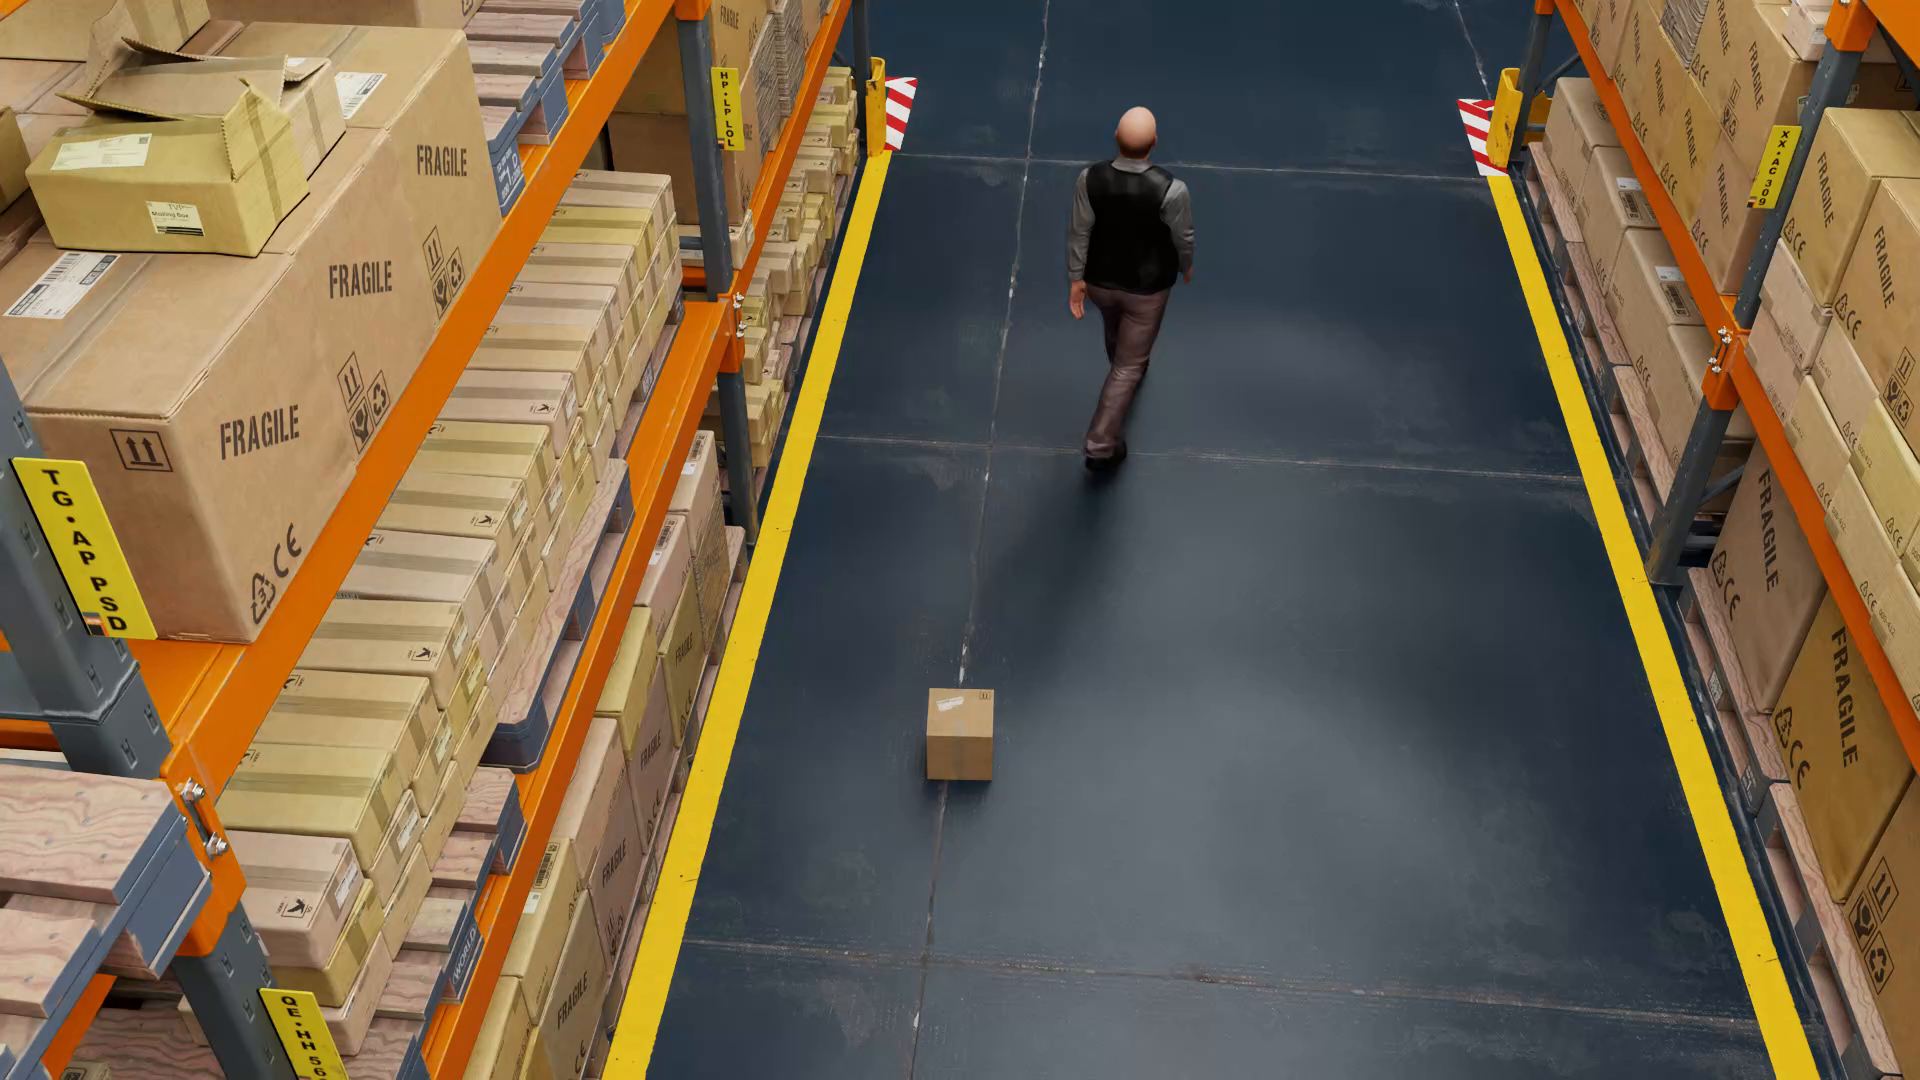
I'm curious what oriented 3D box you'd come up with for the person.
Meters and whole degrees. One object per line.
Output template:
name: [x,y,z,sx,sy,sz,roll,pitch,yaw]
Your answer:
person: [0.794,-1.214,7.635,0.544,1.673,1.051,18,43,21]
